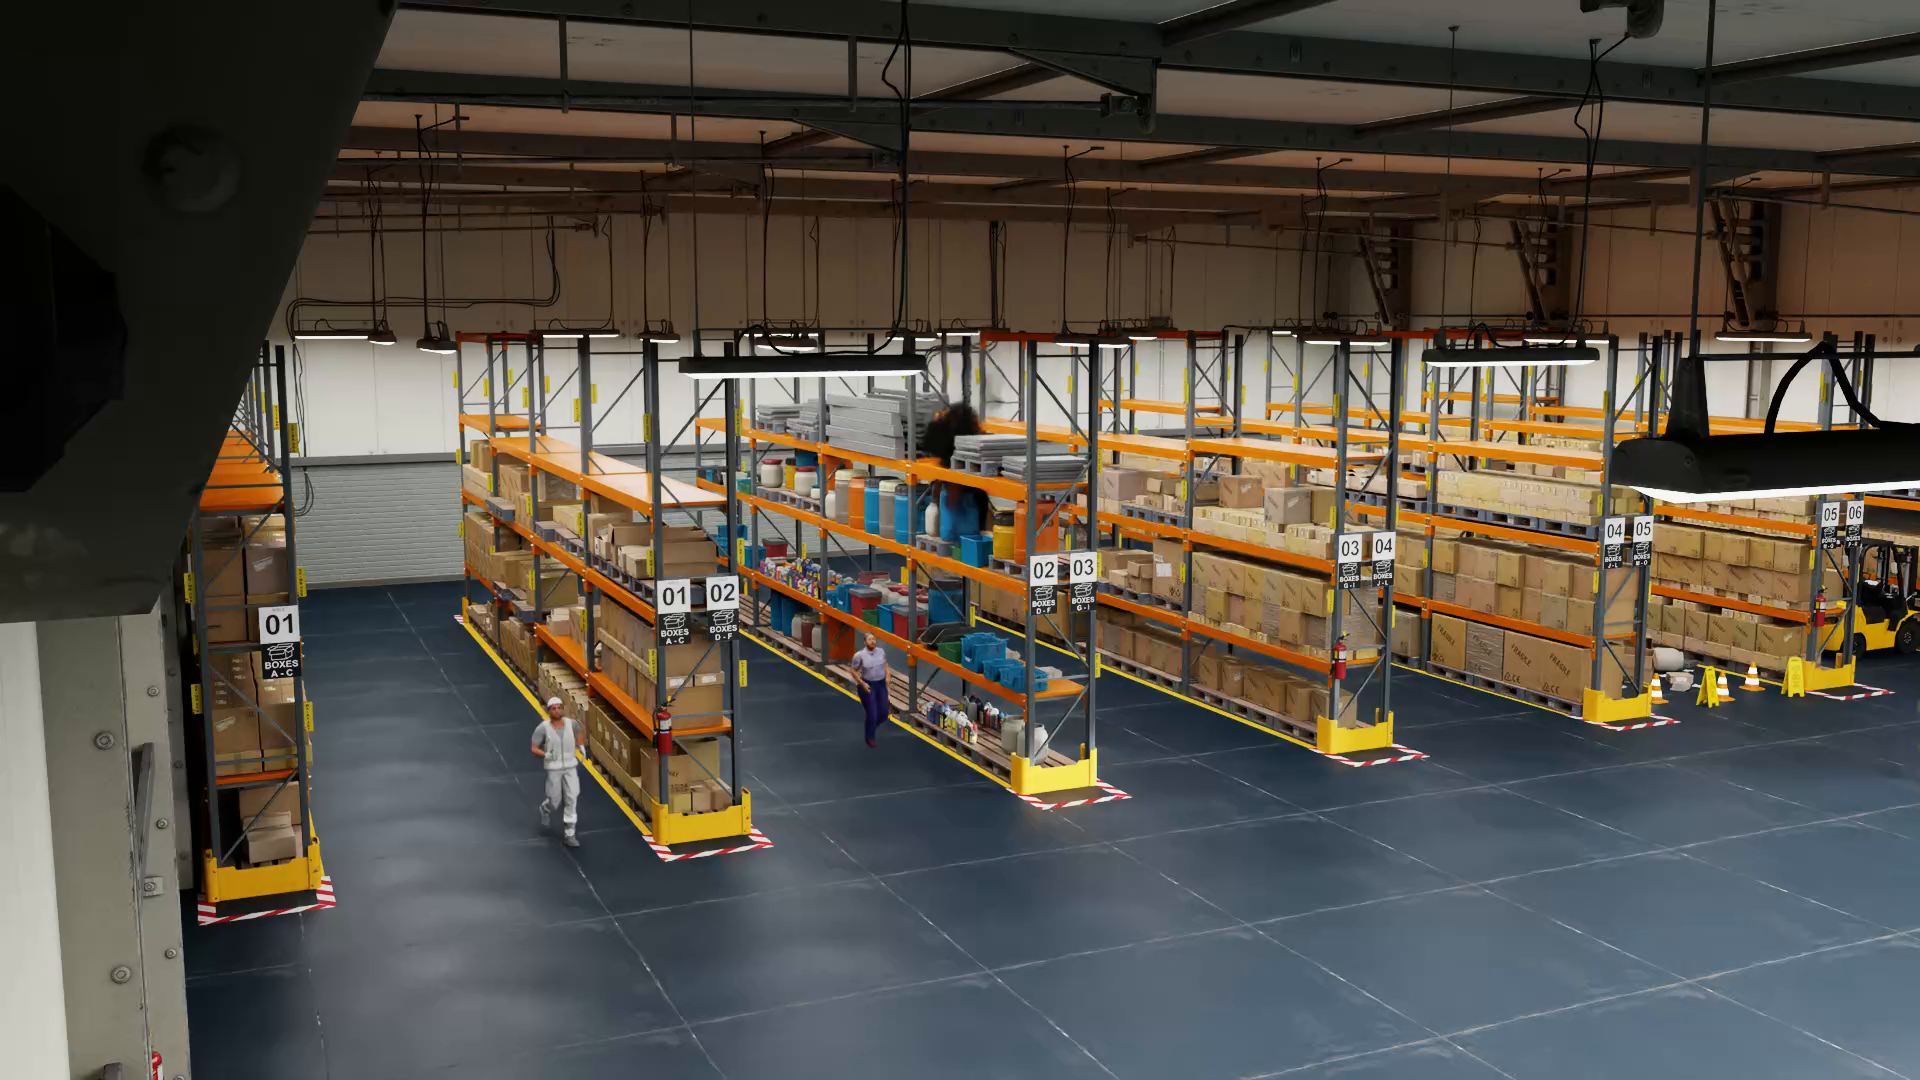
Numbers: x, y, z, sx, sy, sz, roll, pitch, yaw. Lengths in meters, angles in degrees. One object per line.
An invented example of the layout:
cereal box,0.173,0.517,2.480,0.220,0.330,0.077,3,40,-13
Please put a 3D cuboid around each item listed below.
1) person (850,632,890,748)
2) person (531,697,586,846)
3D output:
person,-1.242,2.098,23.453,0.605,1.625,0.485,-5,9,-30
person,-4.803,2.772,20.084,0.674,1.730,0.950,-4,9,-27
